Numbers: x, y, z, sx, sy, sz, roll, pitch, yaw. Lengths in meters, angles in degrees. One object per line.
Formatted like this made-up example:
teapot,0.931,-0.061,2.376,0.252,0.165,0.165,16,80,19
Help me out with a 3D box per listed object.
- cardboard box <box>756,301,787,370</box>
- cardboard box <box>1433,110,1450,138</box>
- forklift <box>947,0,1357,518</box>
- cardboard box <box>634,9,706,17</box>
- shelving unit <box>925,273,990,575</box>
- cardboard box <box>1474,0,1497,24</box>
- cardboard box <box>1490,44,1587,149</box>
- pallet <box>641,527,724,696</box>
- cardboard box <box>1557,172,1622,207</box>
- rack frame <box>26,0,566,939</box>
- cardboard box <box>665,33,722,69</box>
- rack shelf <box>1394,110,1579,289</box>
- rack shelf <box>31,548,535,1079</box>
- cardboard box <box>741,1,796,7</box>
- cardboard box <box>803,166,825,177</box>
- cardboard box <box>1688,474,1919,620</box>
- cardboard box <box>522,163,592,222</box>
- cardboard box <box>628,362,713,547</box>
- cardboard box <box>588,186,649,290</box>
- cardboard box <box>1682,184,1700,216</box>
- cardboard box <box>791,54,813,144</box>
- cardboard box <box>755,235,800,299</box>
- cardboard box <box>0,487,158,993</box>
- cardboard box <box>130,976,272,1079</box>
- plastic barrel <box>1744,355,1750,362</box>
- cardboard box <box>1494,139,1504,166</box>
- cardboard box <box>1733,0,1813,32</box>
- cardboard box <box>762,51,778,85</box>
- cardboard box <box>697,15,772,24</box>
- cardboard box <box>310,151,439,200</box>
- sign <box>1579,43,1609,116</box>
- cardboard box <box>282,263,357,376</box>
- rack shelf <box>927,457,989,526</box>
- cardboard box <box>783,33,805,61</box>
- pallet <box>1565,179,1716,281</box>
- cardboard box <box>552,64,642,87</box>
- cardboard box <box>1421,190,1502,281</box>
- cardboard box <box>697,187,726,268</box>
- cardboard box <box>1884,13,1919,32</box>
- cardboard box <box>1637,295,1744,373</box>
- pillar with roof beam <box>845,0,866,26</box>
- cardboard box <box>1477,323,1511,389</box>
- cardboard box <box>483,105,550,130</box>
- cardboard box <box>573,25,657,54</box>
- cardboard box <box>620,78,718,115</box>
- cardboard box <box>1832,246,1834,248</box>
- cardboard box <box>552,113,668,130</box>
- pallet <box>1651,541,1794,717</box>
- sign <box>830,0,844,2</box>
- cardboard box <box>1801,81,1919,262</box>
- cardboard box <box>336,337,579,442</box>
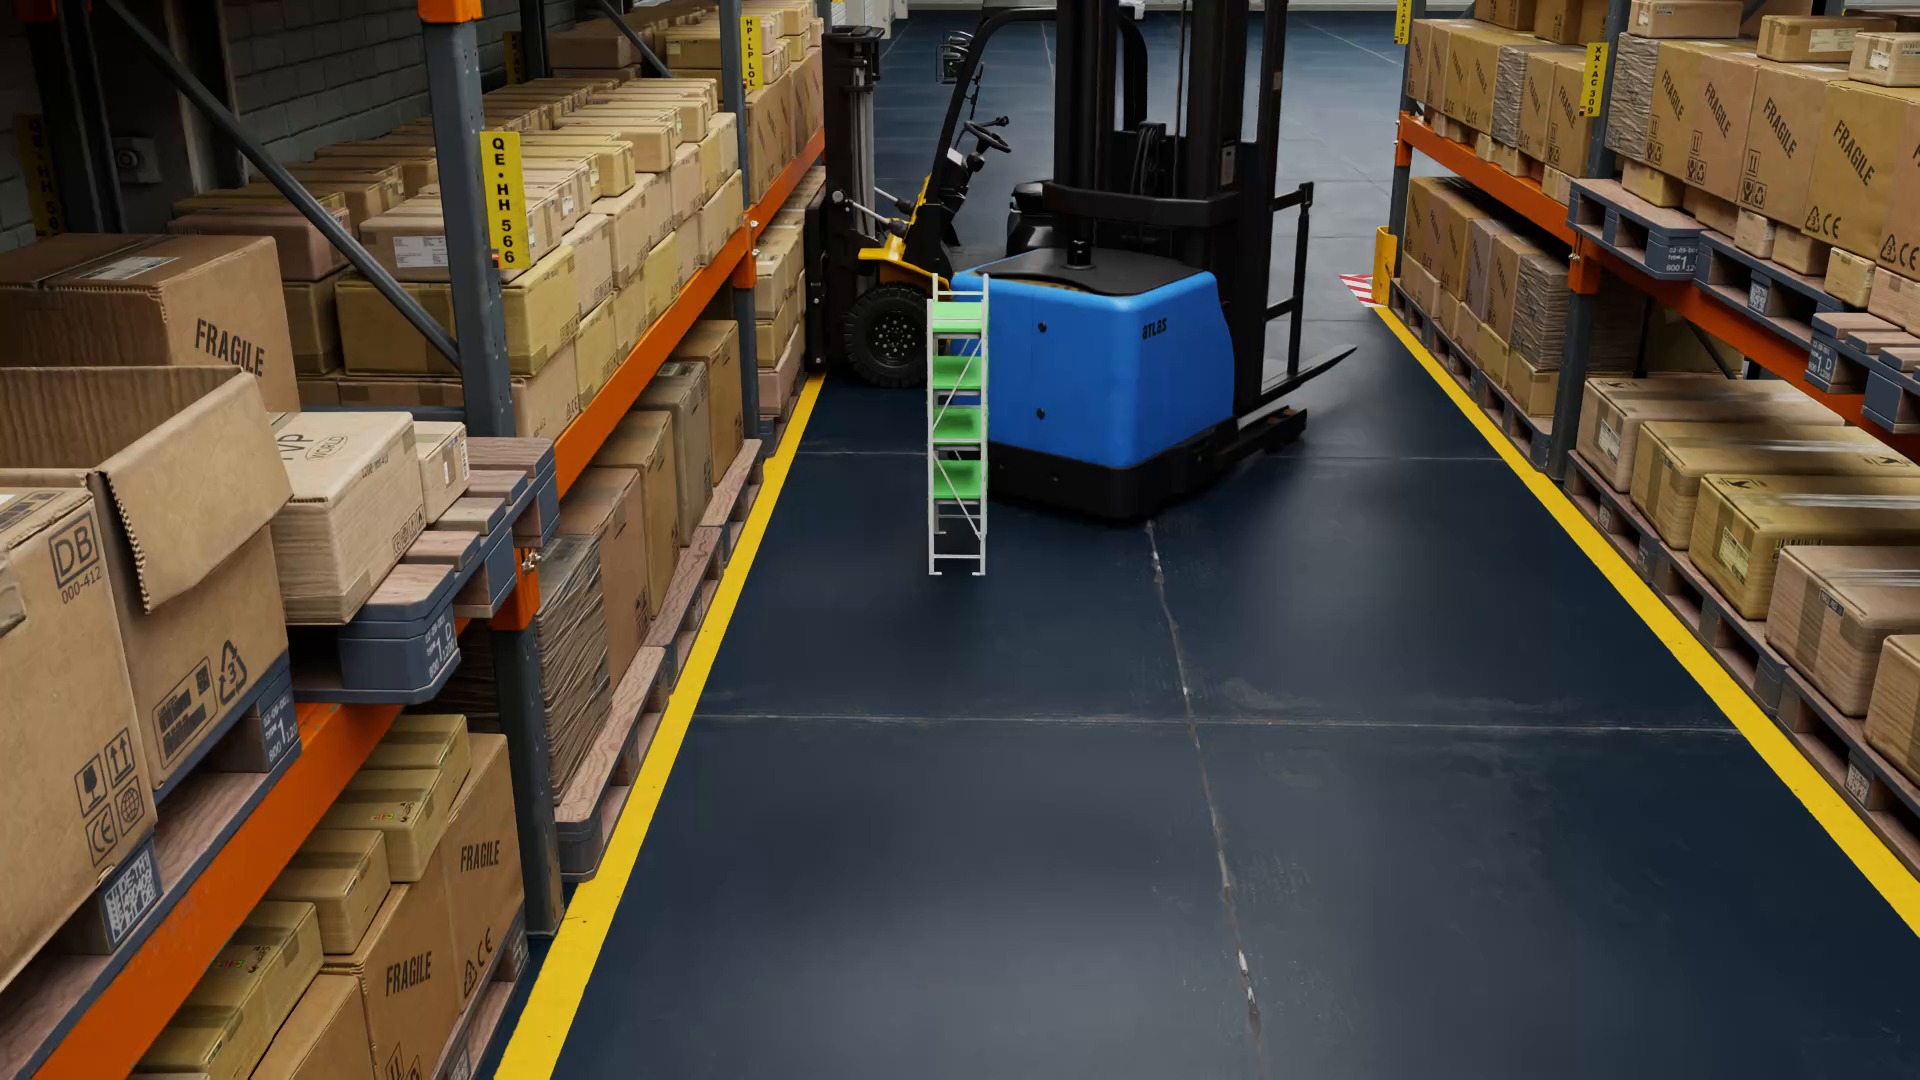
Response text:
cardboard box,-1.188,-1.074,8.681,0.500,0.250,0.500,1,21,1
cardboard box,3.219,-2.634,10.517,0.380,0.149,0.250,1,21,2
forklift,1.205,-1.939,8.474,1.130,2.935,3.031,15,26,33
cardboard box,-1.689,-3.012,9.699,0.380,0.149,0.250,1,21,2
shelving unit,-0.005,-0.500,7.158,0.258,1.200,0.503,1,21,2
cardboard box,3.775,-3.613,10.763,0.700,0.500,0.500,0,21,0
cardboard box,3.235,-2.425,9.083,0.500,0.500,0.500,1,21,3
pallet,-1.529,0.253,6.585,1.003,0.211,1.213,1,21,2
cardboard box,3.155,-1.705,8.124,0.380,0.149,0.250,0,21,1
rack frame,-1.633,-0.310,4.180,1.000,3.000,0.127,1,21,2
cardboard box,-1.205,-2.356,8.007,0.380,0.149,0.250,1,21,3
rack shelf,3.511,-2.090,9.764,1.077,0.370,4.000,1,21,2
rack shelf,-1.694,0.749,2.447,1.077,0.370,4.000,1,21,2
cardboard box,-1.229,-3.284,10.401,0.380,0.149,0.250,1,21,2
cardboard box,-1.092,-2.412,11.438,0.500,0.250,0.500,1,21,3
cardboard box,3.399,0.028,6.363,0.950,0.372,0.625,1,21,3
cardboard box,-1.344,-1.055,5.067,0.380,0.149,0.250,1,21,2
cardboard box,-1.547,-0.375,7.052,0.875,0.625,0.625,0,21,1
cardboard box,-1.325,-1.001,5.477,0.500,0.250,0.500,0,21,0
cardboard box,3.169,-1.392,6.735,0.380,0.149,0.250,2,21,5
cardboard box,-1.182,-2.695,10.190,0.500,0.500,0.500,0,21,1
cardboard box,-1.157,-1.492,9.066,0.500,0.250,0.500,1,21,2
cardboard box,-1.476,0.251,2.017,0.700,0.500,0.500,1,21,1
cardboard box,-1.484,0.918,2.995,0.380,0.149,0.250,0,21,1
plastic barrel,5.023,-1.184,9.996,0.512,0.421,0.421,18,27,38
cardboard box,3.221,-2.165,9.309,0.380,0.149,0.250,0,21,1
cardboard box,3.681,-2.511,7.922,0.700,0.500,0.500,0,21,1
cardboard box,-1.170,-2.494,8.775,0.380,0.149,0.250,1,21,3
cardboard box,-1.245,-2.822,9.210,0.380,0.149,0.250,1,21,1
cardboard box,-1.837,-1.151,5.312,0.380,0.149,0.250,1,21,1
sign,2.908,-2.110,7.622,0.100,0.325,0.005,1,21,2
cardboard box,-1.897,-0.638,4.544,0.500,0.250,0.500,1,21,3
rack shelf,-0.005,-0.216,7.268,0.258,0.148,0.480,1,21,2
cardboard box,-1.134,-2.959,9.973,0.380,0.149,0.250,1,21,2
pallet,3.282,-1.339,7.097,1.003,0.211,1.213,1,21,2
cardboard box,-1.758,-2.224,8.079,0.380,0.149,0.250,1,21,1
cardboard box,3.259,-1.926,10.530,0.500,0.500,0.500,0,21,0
cardboard box,-1.275,-1.319,6.989,0.500,0.250,0.500,1,21,1
cardboard box,3.669,-1.868,6.170,0.380,0.149,0.250,0,21,-1
cardboard box,3.738,-1.177,8.598,0.500,0.500,0.500,2,21,4
pillar with roof beam,2.539,-12.218,26.578,9.100,9.000,0.400,1,21,2
cardboard box,3.206,-1.026,9.247,0.500,0.250,0.500,0,21,0
cardboard box,-1.825,-1.611,6.500,0.380,0.149,0.250,1,21,2
cardboard box,-1.760,-2.549,8.504,0.380,0.149,0.250,0,21,1
cardboard box,-1.300,-1.979,7.448,0.380,0.149,0.250,1,21,3
cardboard box,3.146,-0.926,5.534,0.380,0.149,0.250,1,21,2
cardboard box,-1.309,-1.517,6.256,0.380,0.149,0.250,1,21,2
pallet,3.394,0.321,6.410,1.003,0.211,1.213,1,21,2
sign,-0.847,-3.841,11.355,0.100,0.325,0.005,1,21,2
cardboard box,3.084,-1.174,5.279,0.500,0.500,0.500,-1,21,-2
cardboard box,-1.375,-0.398,4.614,0.500,0.250,0.500,1,21,2
